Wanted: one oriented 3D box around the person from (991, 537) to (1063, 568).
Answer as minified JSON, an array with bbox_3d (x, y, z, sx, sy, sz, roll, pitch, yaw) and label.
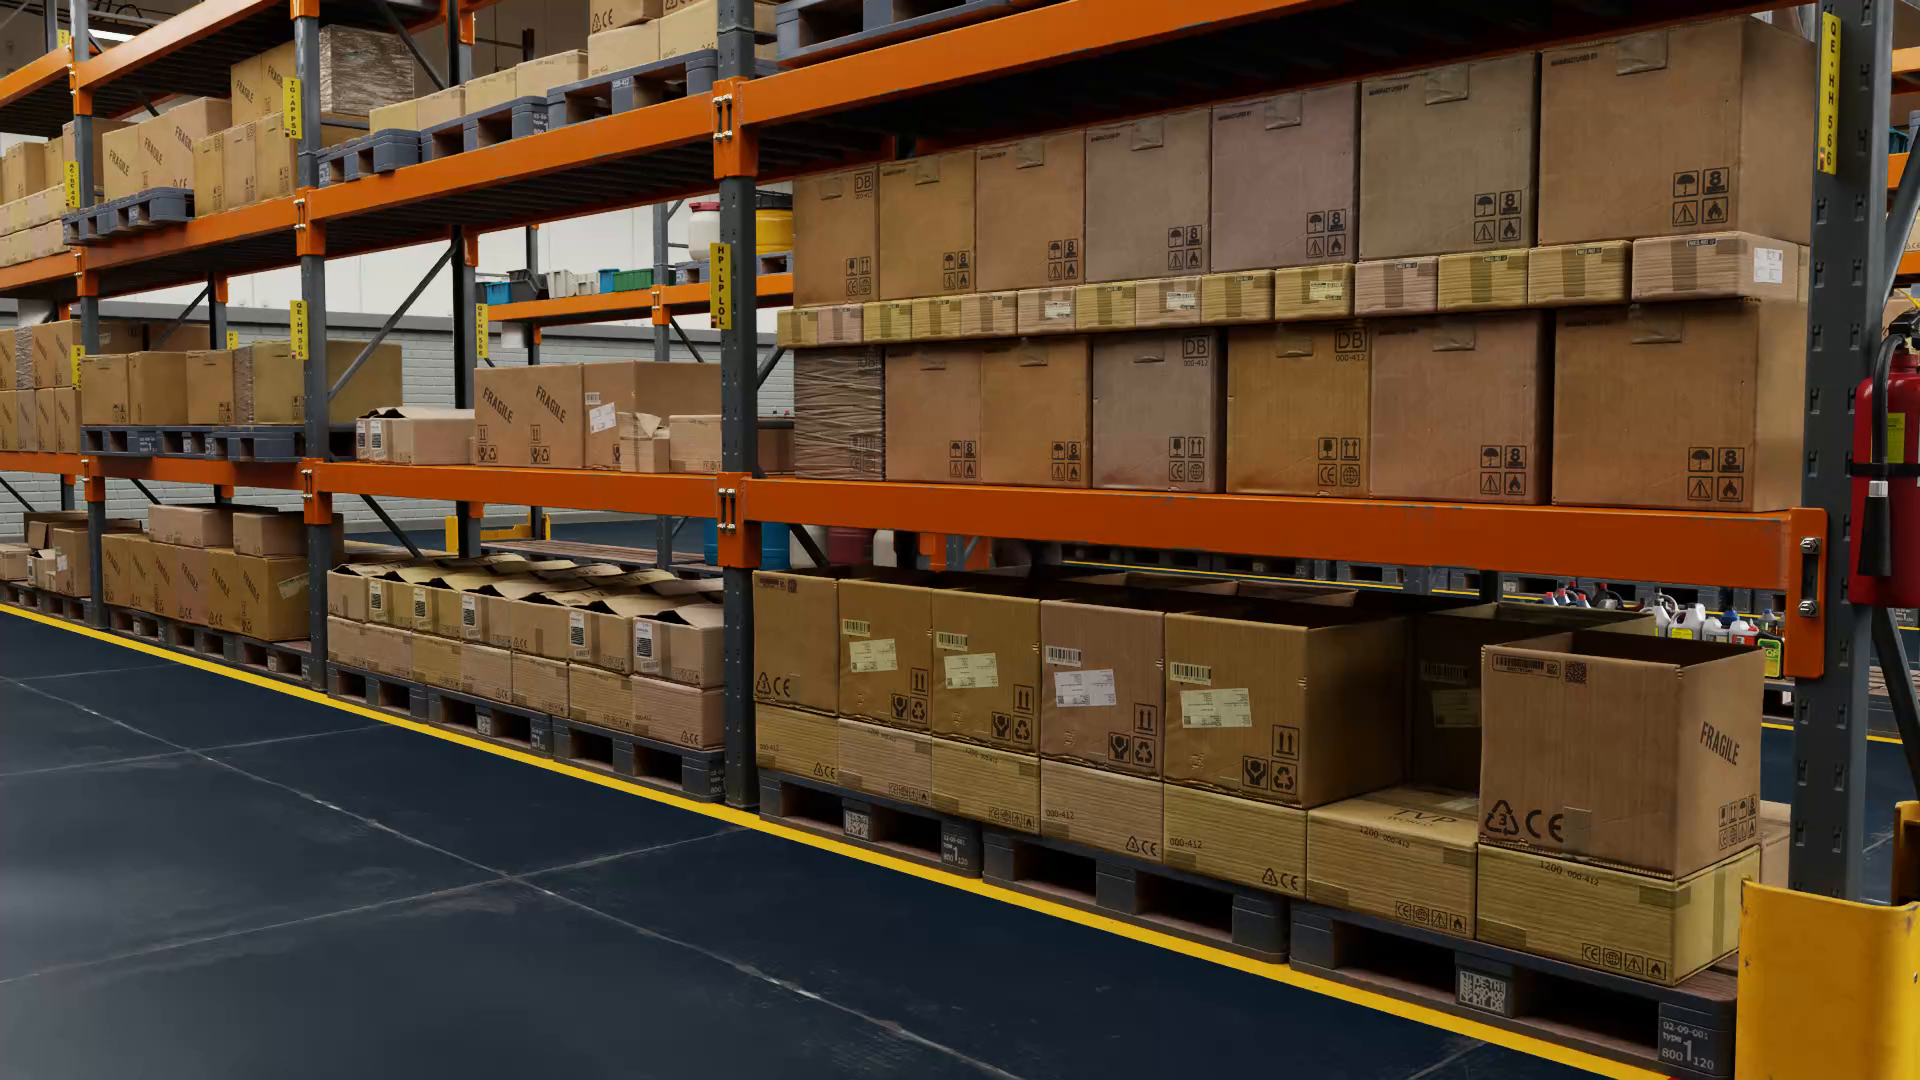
[{"bbox_3d":[0.455,0.015,9.291,0.494,1.716,0.554,-4,5,-43],"label":"person"}]
